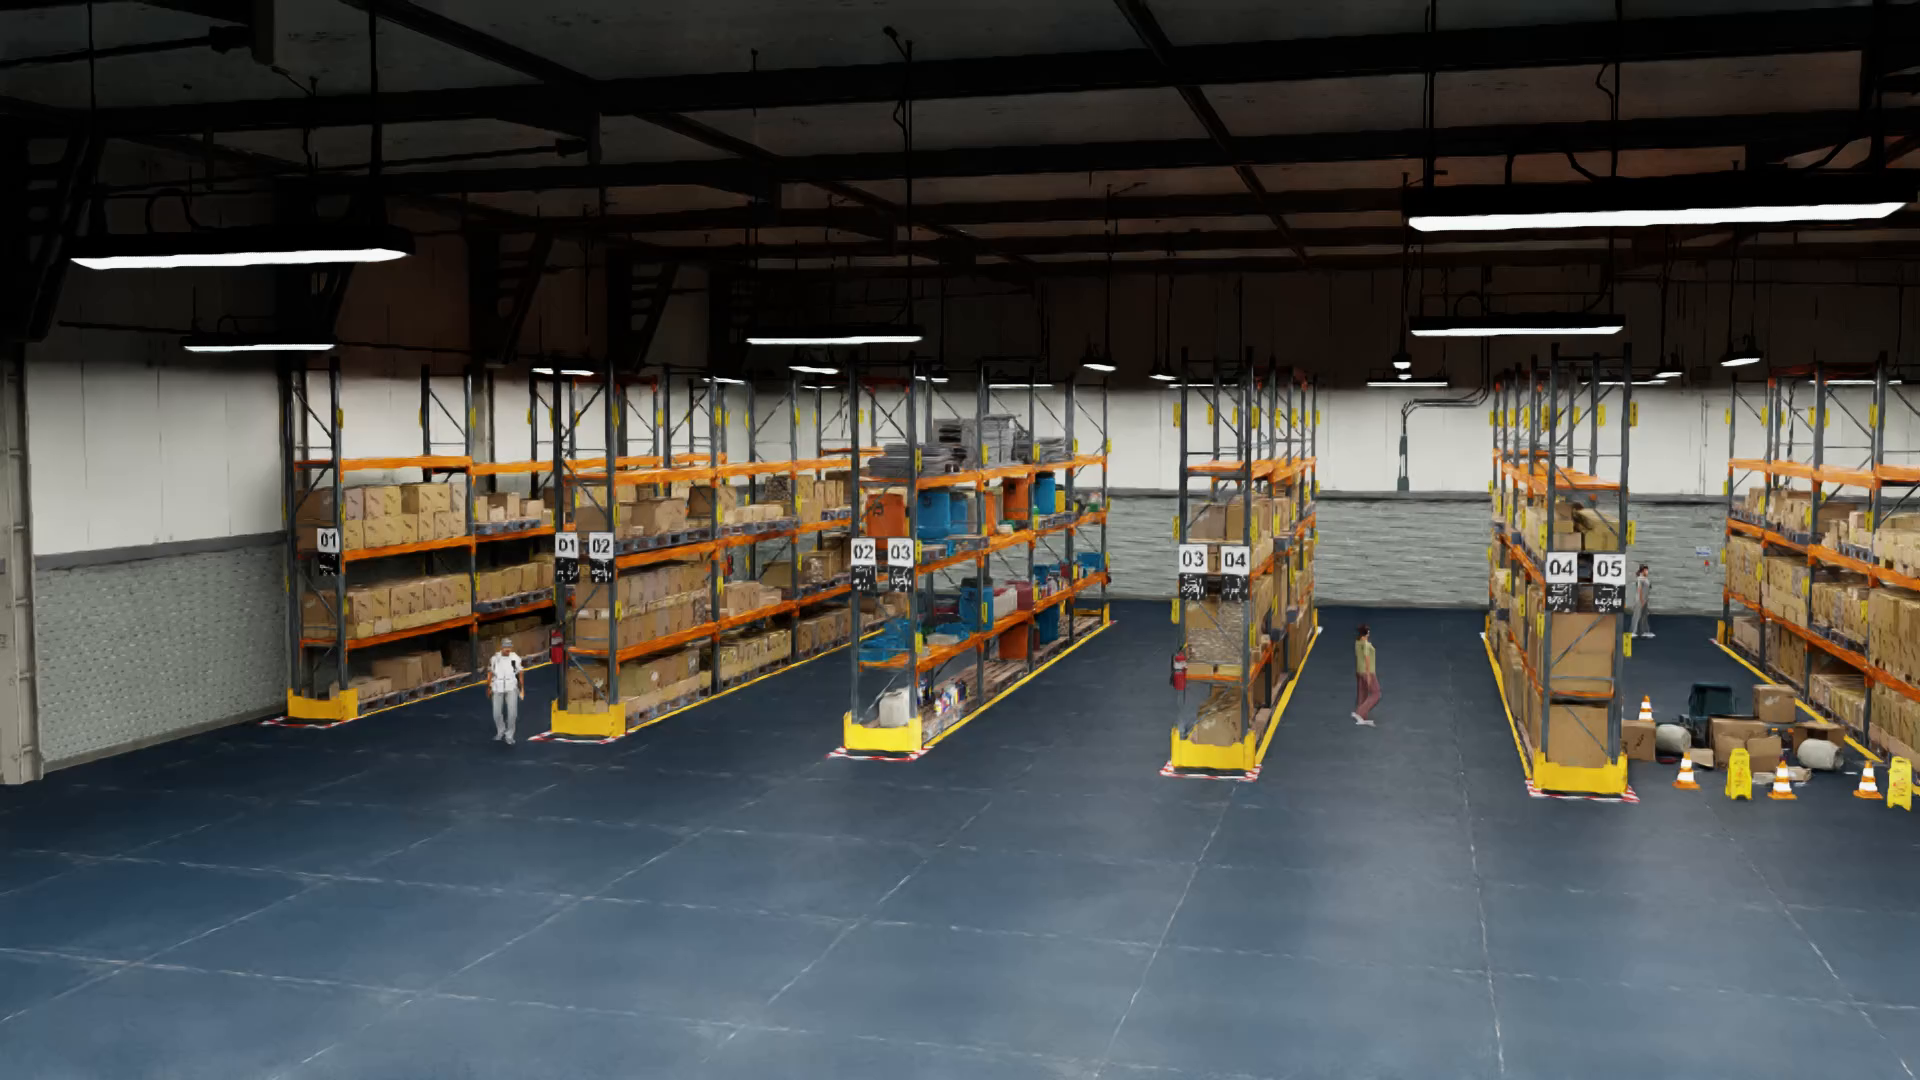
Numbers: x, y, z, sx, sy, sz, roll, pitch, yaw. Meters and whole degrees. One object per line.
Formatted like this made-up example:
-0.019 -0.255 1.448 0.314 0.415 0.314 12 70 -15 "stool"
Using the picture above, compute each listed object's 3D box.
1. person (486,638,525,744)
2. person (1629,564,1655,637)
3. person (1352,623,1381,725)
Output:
-7.031 2.309 25.728 0.581 1.636 0.630 -1 4 -14 "person"
15.571 1.373 37.970 0.464 1.673 0.580 4 6 40 "person"
6.561 2.186 26.995 0.432 1.671 0.495 -1 4 -12 "person"
